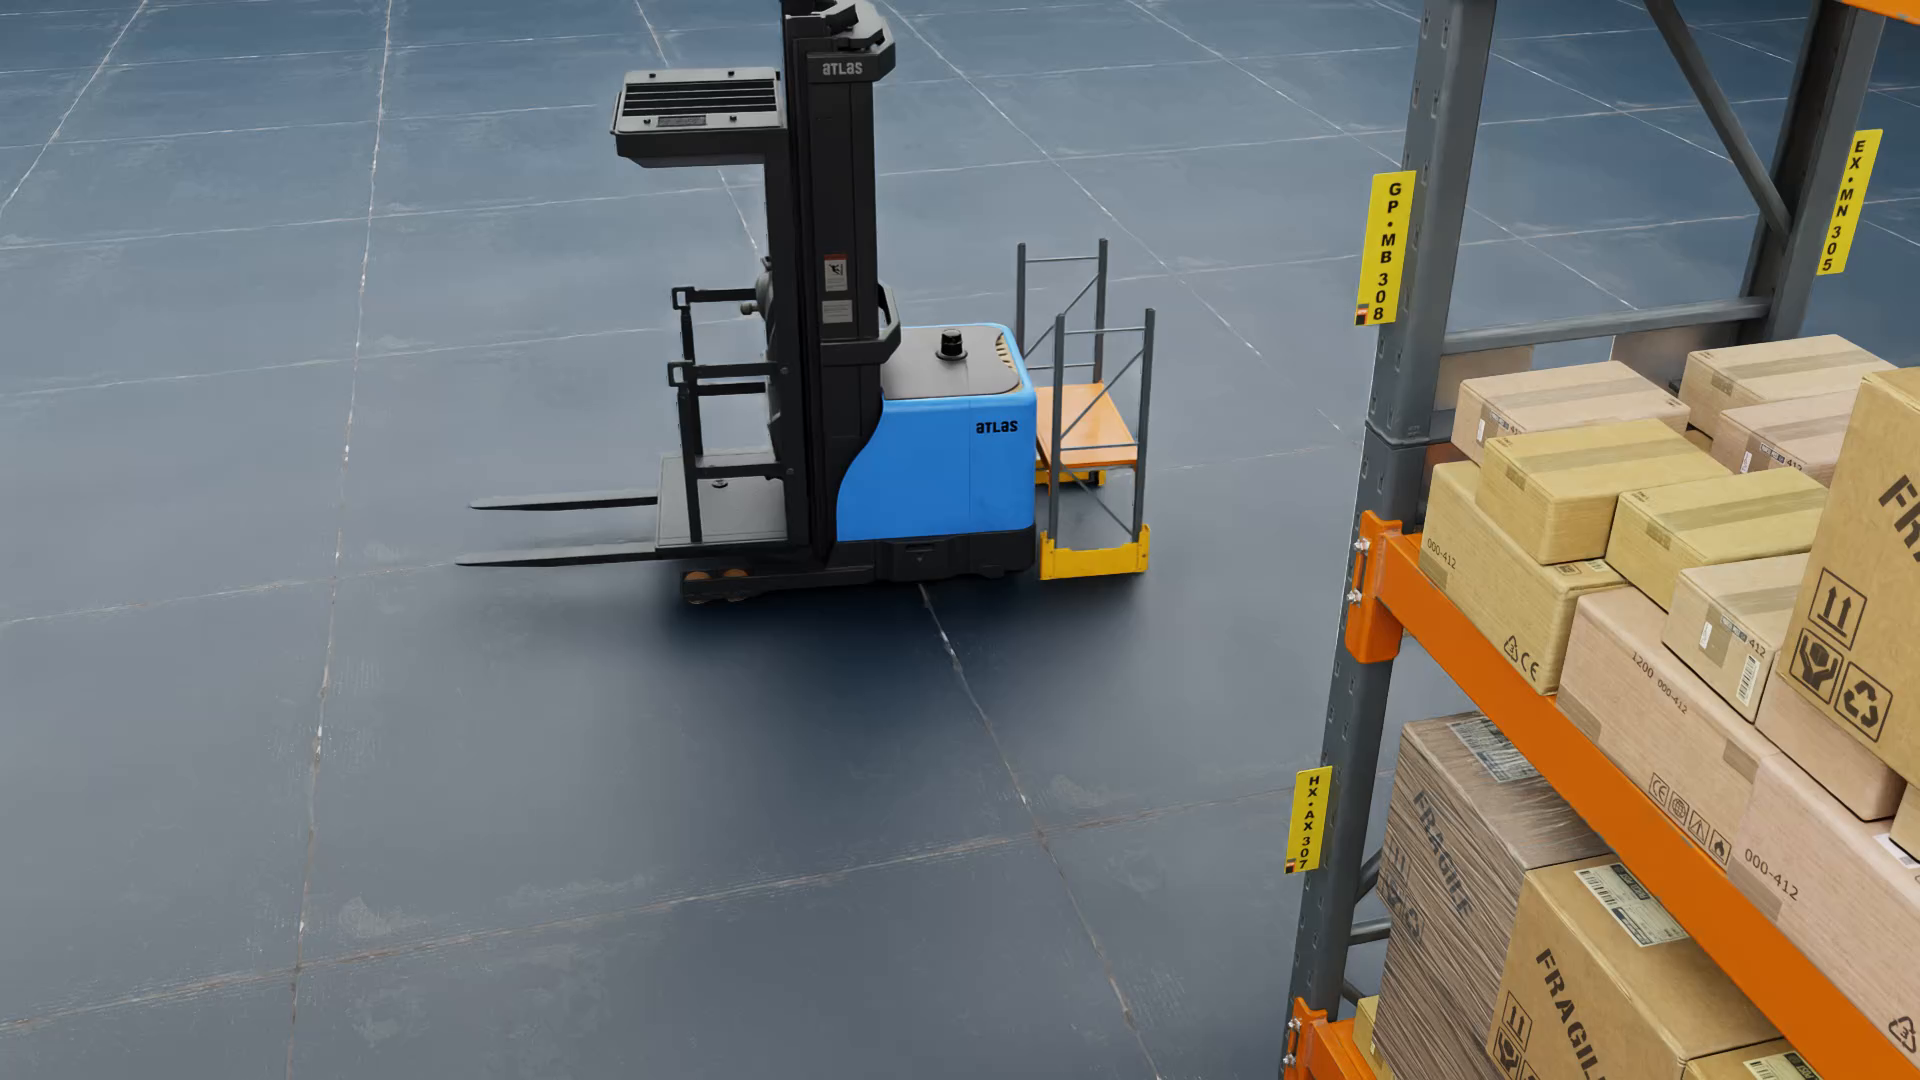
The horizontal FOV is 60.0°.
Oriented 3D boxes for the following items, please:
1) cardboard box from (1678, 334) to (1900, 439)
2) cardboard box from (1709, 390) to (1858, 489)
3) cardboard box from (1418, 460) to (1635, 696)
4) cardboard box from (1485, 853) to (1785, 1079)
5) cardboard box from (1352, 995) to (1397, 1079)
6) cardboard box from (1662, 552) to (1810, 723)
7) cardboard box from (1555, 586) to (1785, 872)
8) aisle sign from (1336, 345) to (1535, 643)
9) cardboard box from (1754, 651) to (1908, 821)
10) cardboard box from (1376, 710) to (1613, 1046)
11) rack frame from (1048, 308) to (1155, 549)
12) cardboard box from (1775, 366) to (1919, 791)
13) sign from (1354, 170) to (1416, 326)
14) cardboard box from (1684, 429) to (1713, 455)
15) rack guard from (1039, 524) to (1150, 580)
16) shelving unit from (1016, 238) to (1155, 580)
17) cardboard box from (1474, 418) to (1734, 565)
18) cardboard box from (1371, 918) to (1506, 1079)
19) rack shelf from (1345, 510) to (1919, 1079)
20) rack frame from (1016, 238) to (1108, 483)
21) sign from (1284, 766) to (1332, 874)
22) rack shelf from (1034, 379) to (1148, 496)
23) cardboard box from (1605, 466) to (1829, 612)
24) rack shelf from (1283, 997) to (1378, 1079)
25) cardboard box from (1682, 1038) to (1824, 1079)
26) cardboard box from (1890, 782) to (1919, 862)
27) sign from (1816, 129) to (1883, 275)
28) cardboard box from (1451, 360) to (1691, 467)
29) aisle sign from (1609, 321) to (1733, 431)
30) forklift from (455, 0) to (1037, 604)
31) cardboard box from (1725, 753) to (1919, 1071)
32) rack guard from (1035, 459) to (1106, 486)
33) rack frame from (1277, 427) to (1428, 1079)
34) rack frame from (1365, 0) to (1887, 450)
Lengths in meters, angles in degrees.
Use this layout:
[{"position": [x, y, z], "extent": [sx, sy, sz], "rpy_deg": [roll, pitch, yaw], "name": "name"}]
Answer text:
[{"position": [1.774, -0.306, 3.542], "extent": [0.380, 0.149, 0.250], "rpy_deg": [-8, 31, -13], "name": "cardboard box"}, {"position": [1.730, -0.165, 3.298], "extent": [0.380, 0.149, 0.250], "rpy_deg": [-9, 31, -15], "name": "cardboard box"}, {"position": [1.278, 0.041, 3.340], "extent": [0.500, 0.250, 0.500], "rpy_deg": [-7, 31, -12], "name": "cardboard box"}, {"position": [1.409, 0.947, 3.225], "extent": [0.500, 0.500, 0.500], "rpy_deg": [-8, 31, -13], "name": "cardboard box"}, {"position": [1.245, 1.285, 4.286], "extent": [0.380, 0.149, 0.250], "rpy_deg": [-8, 31, -13], "name": "cardboard box"}, {"position": [1.415, 0.150, 2.754], "extent": [0.380, 0.149, 0.250], "rpy_deg": [-7, 31, -11], "name": "cardboard box"}, {"position": [1.421, 0.289, 2.911], "extent": [0.500, 0.250, 0.500], "rpy_deg": [-9, 31, -14], "name": "cardboard box"}, {"position": [1.094, -0.108, 3.847], "extent": [0.394, 0.787, 0.004], "rpy_deg": [-8, 31, -13], "name": "aisle sign"}, {"position": [1.475, 0.268, 2.551], "extent": [0.380, 0.149, 0.250], "rpy_deg": [-8, 31, -13], "name": "cardboard box"}, {"position": [1.283, 0.704, 3.644], "extent": [0.500, 0.500, 0.500], "rpy_deg": [-8, 31, -13], "name": "cardboard box"}, {"position": [0.718, -0.477, 8.577], "extent": [0.500, 1.500, 0.032], "rpy_deg": [-4, 30, -8], "name": "rack frame"}, {"position": [1.533, 0.074, 2.239], "extent": [0.500, 0.500, 0.500], "rpy_deg": [-8, 31, -13], "name": "cardboard box"}, {"position": [0.877, -0.597, 3.420], "extent": [0.100, 0.325, 0.005], "rpy_deg": [-8, 31, -13], "name": "sign"}, {"position": [1.773, -0.027, 3.458], "extent": [0.500, 0.250, 0.500], "rpy_deg": [-7, 31, -12], "name": "cardboard box"}, {"position": [0.718, 0.063, 8.892], "extent": [0.587, 0.250, 0.087], "rpy_deg": [-4, 30, -8], "name": "rack guard"}, {"position": [0.641, -0.724, 9.004], "extent": [0.587, 1.500, 1.083], "rpy_deg": [-4, 30, -8], "name": "shelving unit"}, {"position": [1.225, -0.097, 3.180], "extent": [0.380, 0.149, 0.250], "rpy_deg": [-7, 31, -12], "name": "cardboard box"}, {"position": [1.519, 1.104, 3.951], "extent": [0.875, 0.500, 0.500], "rpy_deg": [-8, 31, -13], "name": "cardboard box"}, {"position": [1.930, 0.986, 2.275], "extent": [1.077, 0.370, 4.000], "rpy_deg": [-8, 31, -13], "name": "rack shelf"}, {"position": [0.561, -0.981, 9.447], "extent": [0.500, 1.500, 0.032], "rpy_deg": [-4, 30, -8], "name": "rack frame"}, {"position": [0.877, 0.705, 4.174], "extent": [0.100, 0.325, 0.005], "rpy_deg": [-8, 31, -13], "name": "sign"}, {"position": [0.639, -0.573, 9.102], "extent": [0.538, 0.185, 1.000], "rpy_deg": [-4, 30, -8], "name": "rack shelf"}, {"position": [1.411, 0.009, 2.998], "extent": [0.380, 0.149, 0.250], "rpy_deg": [-8, 31, -14], "name": "cardboard box"}, {"position": [1.930, 2.285, 3.027], "extent": [1.077, 0.370, 4.000], "rpy_deg": [-8, 31, -13], "name": "rack shelf"}, {"position": [1.543, 1.188, 2.808], "extent": [0.500, 0.500, 0.500], "rpy_deg": [-8, 31, -13], "name": "cardboard box"}, {"position": [1.562, 0.398, 2.326], "extent": [0.380, 0.149, 0.250], "rpy_deg": [-9, 31, -16], "name": "cardboard box"}, {"position": [1.940, -0.738, 3.653], "extent": [0.100, 0.325, 0.005], "rpy_deg": [-8, 31, -13], "name": "sign"}, {"position": [1.250, -0.235, 3.419], "extent": [0.380, 0.149, 0.250], "rpy_deg": [-8, 31, -14], "name": "cardboard box"}, {"position": [1.672, -0.188, 3.985], "extent": [0.394, 0.787, 0.004], "rpy_deg": [-8, 31, -13], "name": "aisle sign"}, {"position": [-1.151, -1.216, 8.426], "extent": [3.031, 2.935, 1.130], "rpy_deg": [-4, 30, -6], "name": "forklift"}, {"position": [1.549, 0.529, 2.497], "extent": [0.500, 0.250, 0.500], "rpy_deg": [-8, 31, -13], "name": "cardboard box"}, {"position": [0.564, -0.430, 9.743], "extent": [0.587, 0.250, 0.087], "rpy_deg": [-4, 30, -8], "name": "rack guard"}, {"position": [1.400, 1.007, 4.516], "extent": [1.000, 3.000, 0.127], "rpy_deg": [-8, 31, -13], "name": "rack frame"}, {"position": [1.400, -1.589, 3.013], "extent": [1.000, 3.000, 0.127], "rpy_deg": [-8, 31, -13], "name": "rack frame"}]
